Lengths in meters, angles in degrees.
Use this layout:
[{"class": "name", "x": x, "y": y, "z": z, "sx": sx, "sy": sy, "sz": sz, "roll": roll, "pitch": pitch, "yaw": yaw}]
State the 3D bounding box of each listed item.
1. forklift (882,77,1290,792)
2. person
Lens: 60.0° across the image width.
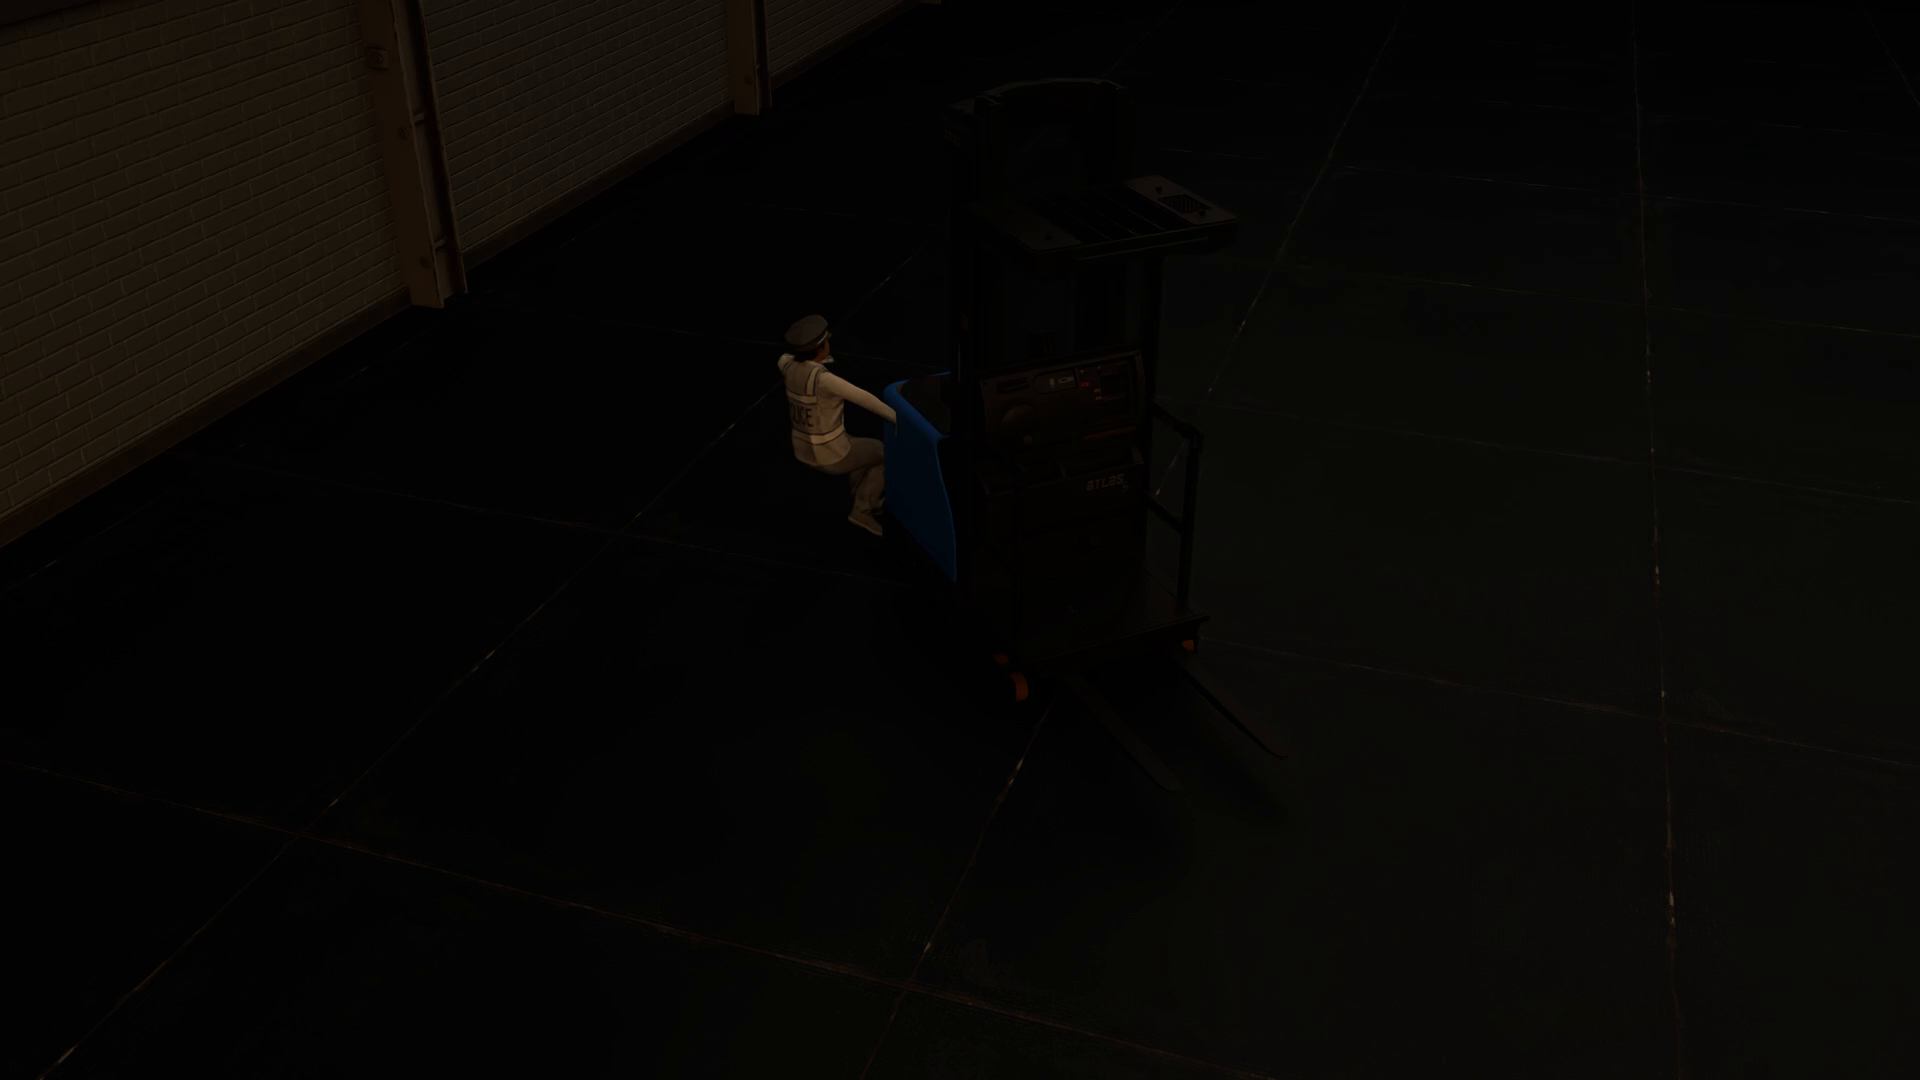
[{"class": "forklift", "x": 0.622, "y": -0.675, "z": 8.320, "sx": 1.130, "sy": 2.935, "sz": 3.031, "roll": -13, "pitch": 32, "yaw": -22}, {"class": "person", "x": -0.622, "y": -0.665, "z": 9.772, "sx": 1.009, "sy": 1.464, "sz": 0.786, "roll": 26, "pitch": 39, "yaw": 38}]
